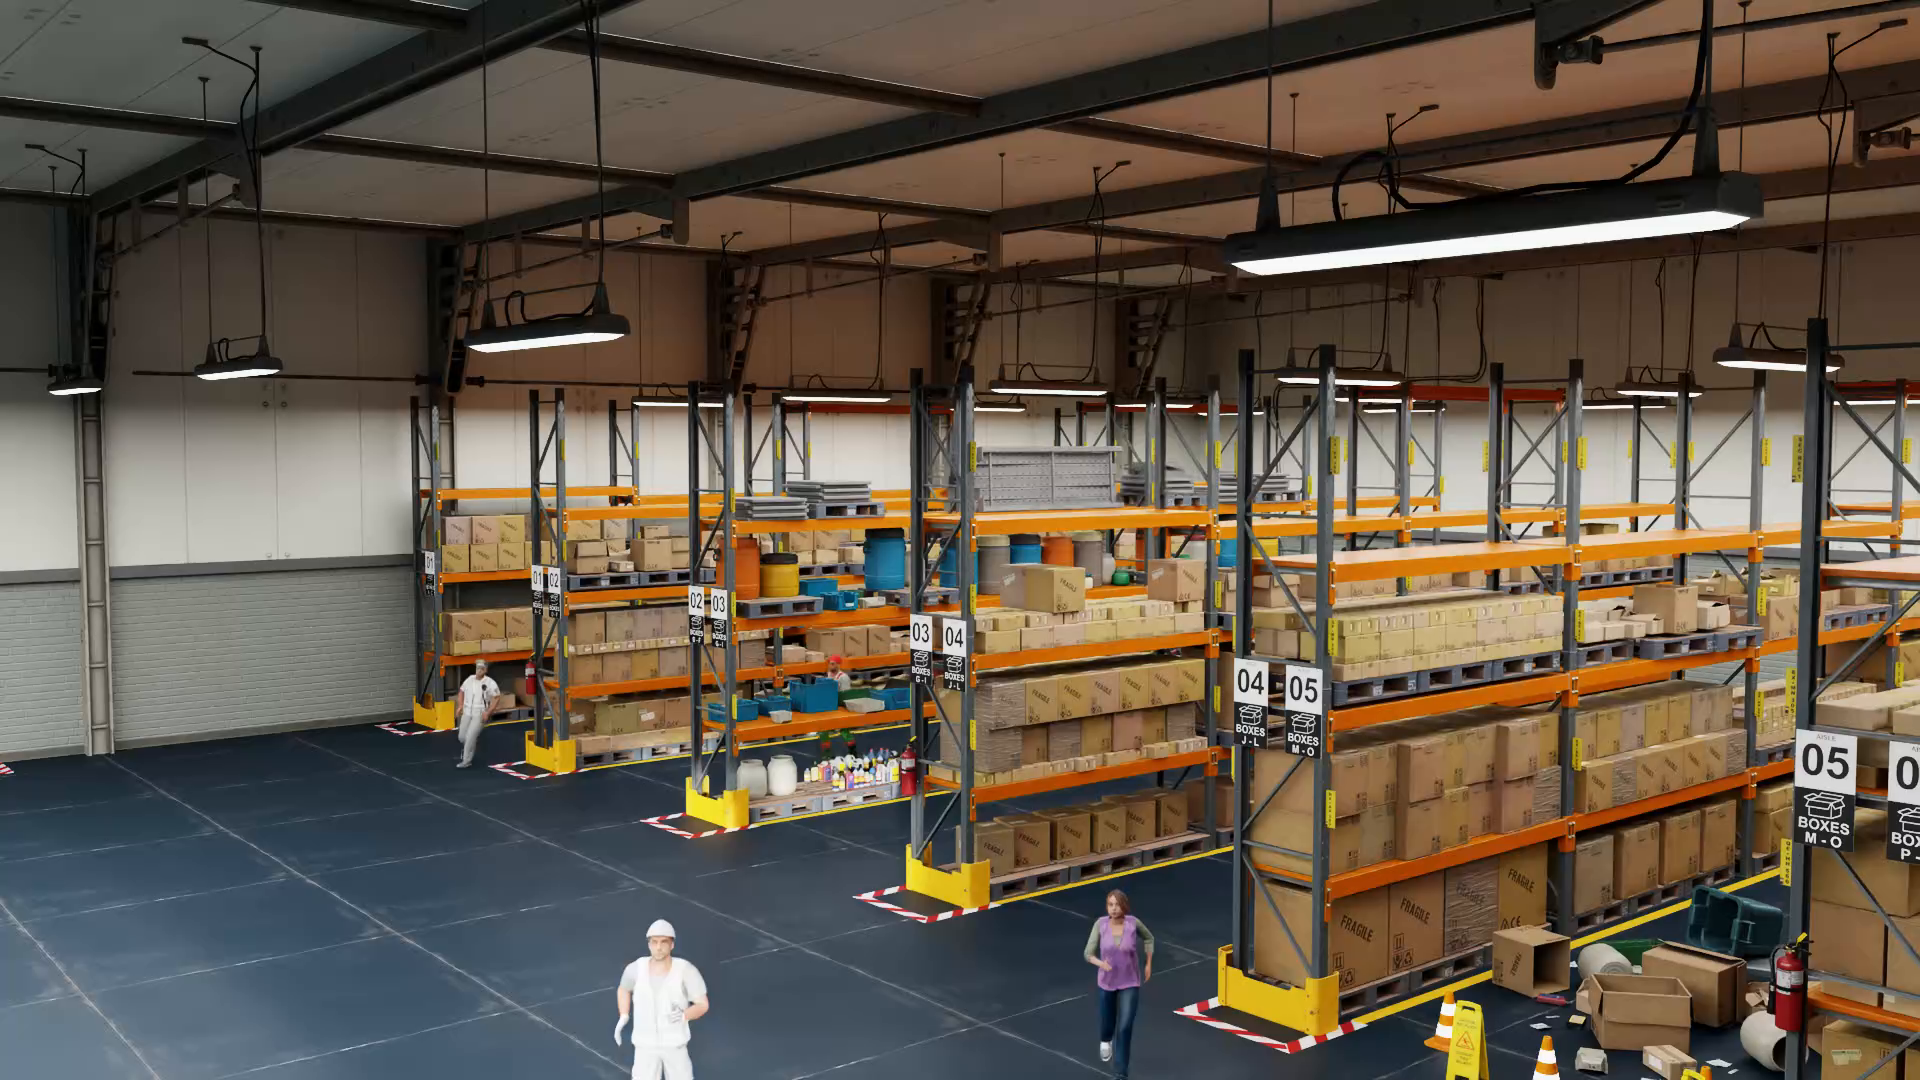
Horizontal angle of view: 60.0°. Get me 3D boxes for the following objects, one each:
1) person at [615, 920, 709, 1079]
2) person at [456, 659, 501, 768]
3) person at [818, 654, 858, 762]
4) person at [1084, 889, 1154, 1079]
[{"bbox_3d":[-2.109,3.566,11.759,0.666,1.767,0.979,0,3,-4],"label":"person"},{"bbox_3d":[-7.680,2.747,26.512,0.698,1.709,0.588,0,3,5],"label":"person"},{"bbox_3d":[-1.957,2.716,26.272,0.643,1.844,0.876,2,4,35],"label":"person"},{"bbox_3d":[1.273,3.577,13.323,0.550,1.613,0.861,1,3,10],"label":"person"}]
